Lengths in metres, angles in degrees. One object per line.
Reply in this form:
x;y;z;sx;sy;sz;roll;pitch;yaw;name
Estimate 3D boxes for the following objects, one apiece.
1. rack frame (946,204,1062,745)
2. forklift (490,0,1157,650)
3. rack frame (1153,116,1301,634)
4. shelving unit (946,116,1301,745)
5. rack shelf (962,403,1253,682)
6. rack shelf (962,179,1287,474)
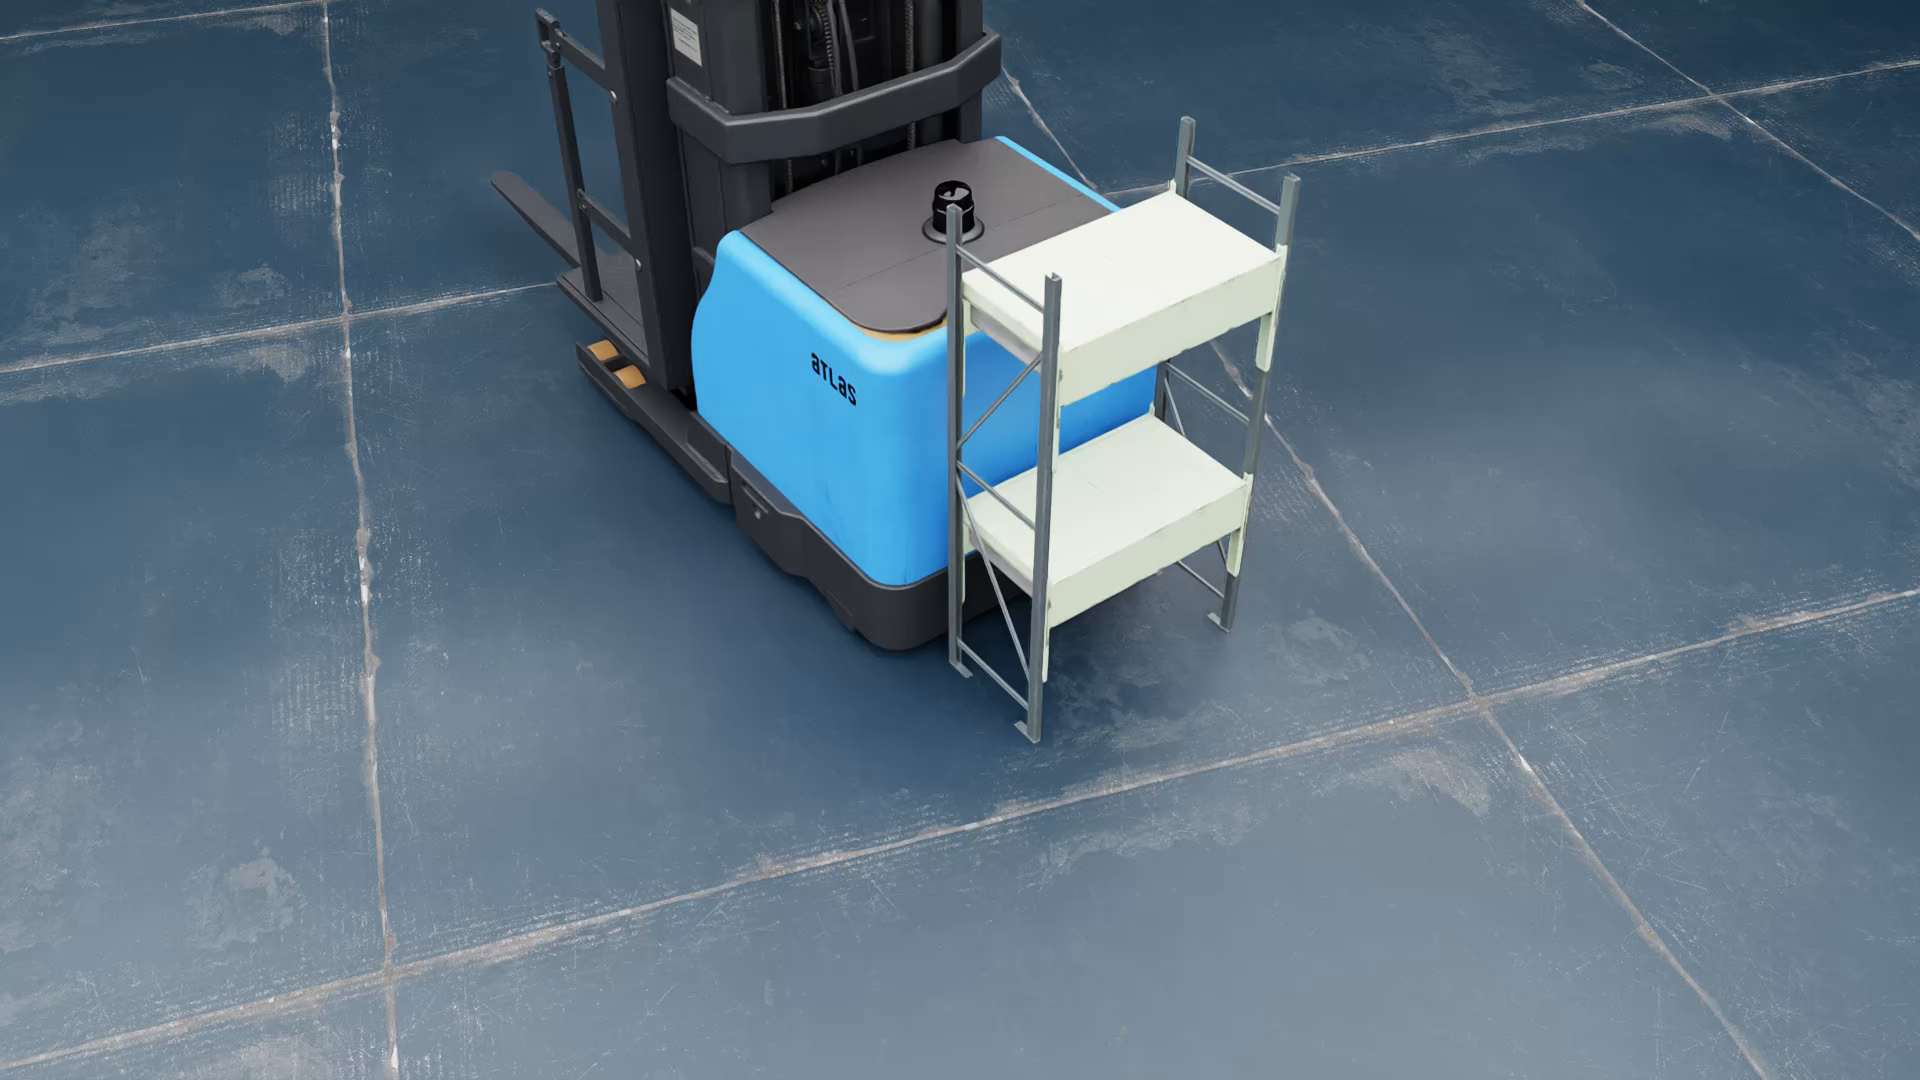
0.095;-0.108;4.234;0.023;1.500;0.400;-26;47;-27;rack frame
-0.685;-1.709;4.979;1.130;2.935;3.031;-26;47;-27;forklift
0.683;-0.396;4.563;0.023;1.500;0.400;-26;47;-27;rack frame
0.389;-0.252;4.398;0.755;1.500;0.431;-26;47;-27;shelving unit
0.389;-0.006;4.613;0.720;0.370;0.431;-26;47;-27;rack shelf
0.389;-0.545;4.141;0.720;0.370;0.431;-26;47;-27;rack shelf
